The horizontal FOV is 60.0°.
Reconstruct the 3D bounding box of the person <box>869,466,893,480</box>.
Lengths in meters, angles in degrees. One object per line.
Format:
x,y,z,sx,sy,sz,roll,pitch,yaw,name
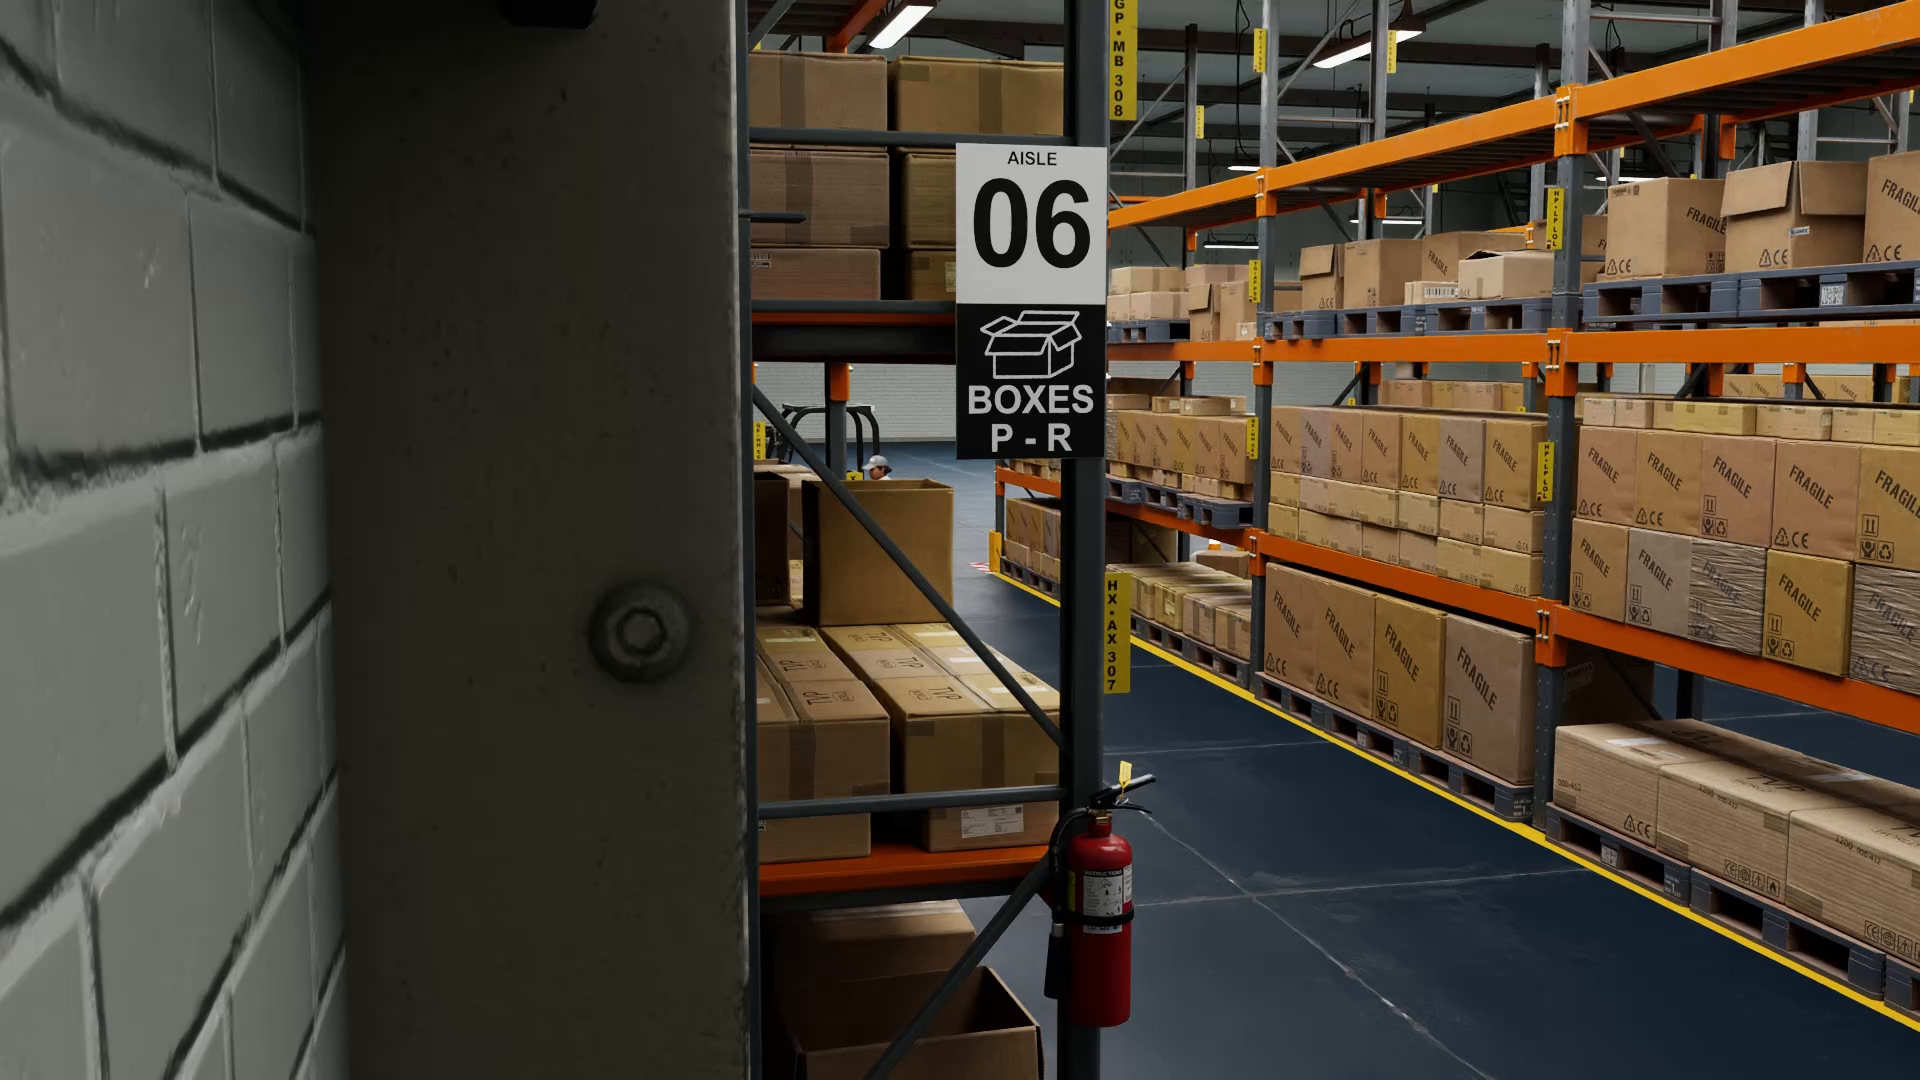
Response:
-0.841,-0.008,17.059,0.405,1.698,0.501,-2,6,-14,person
